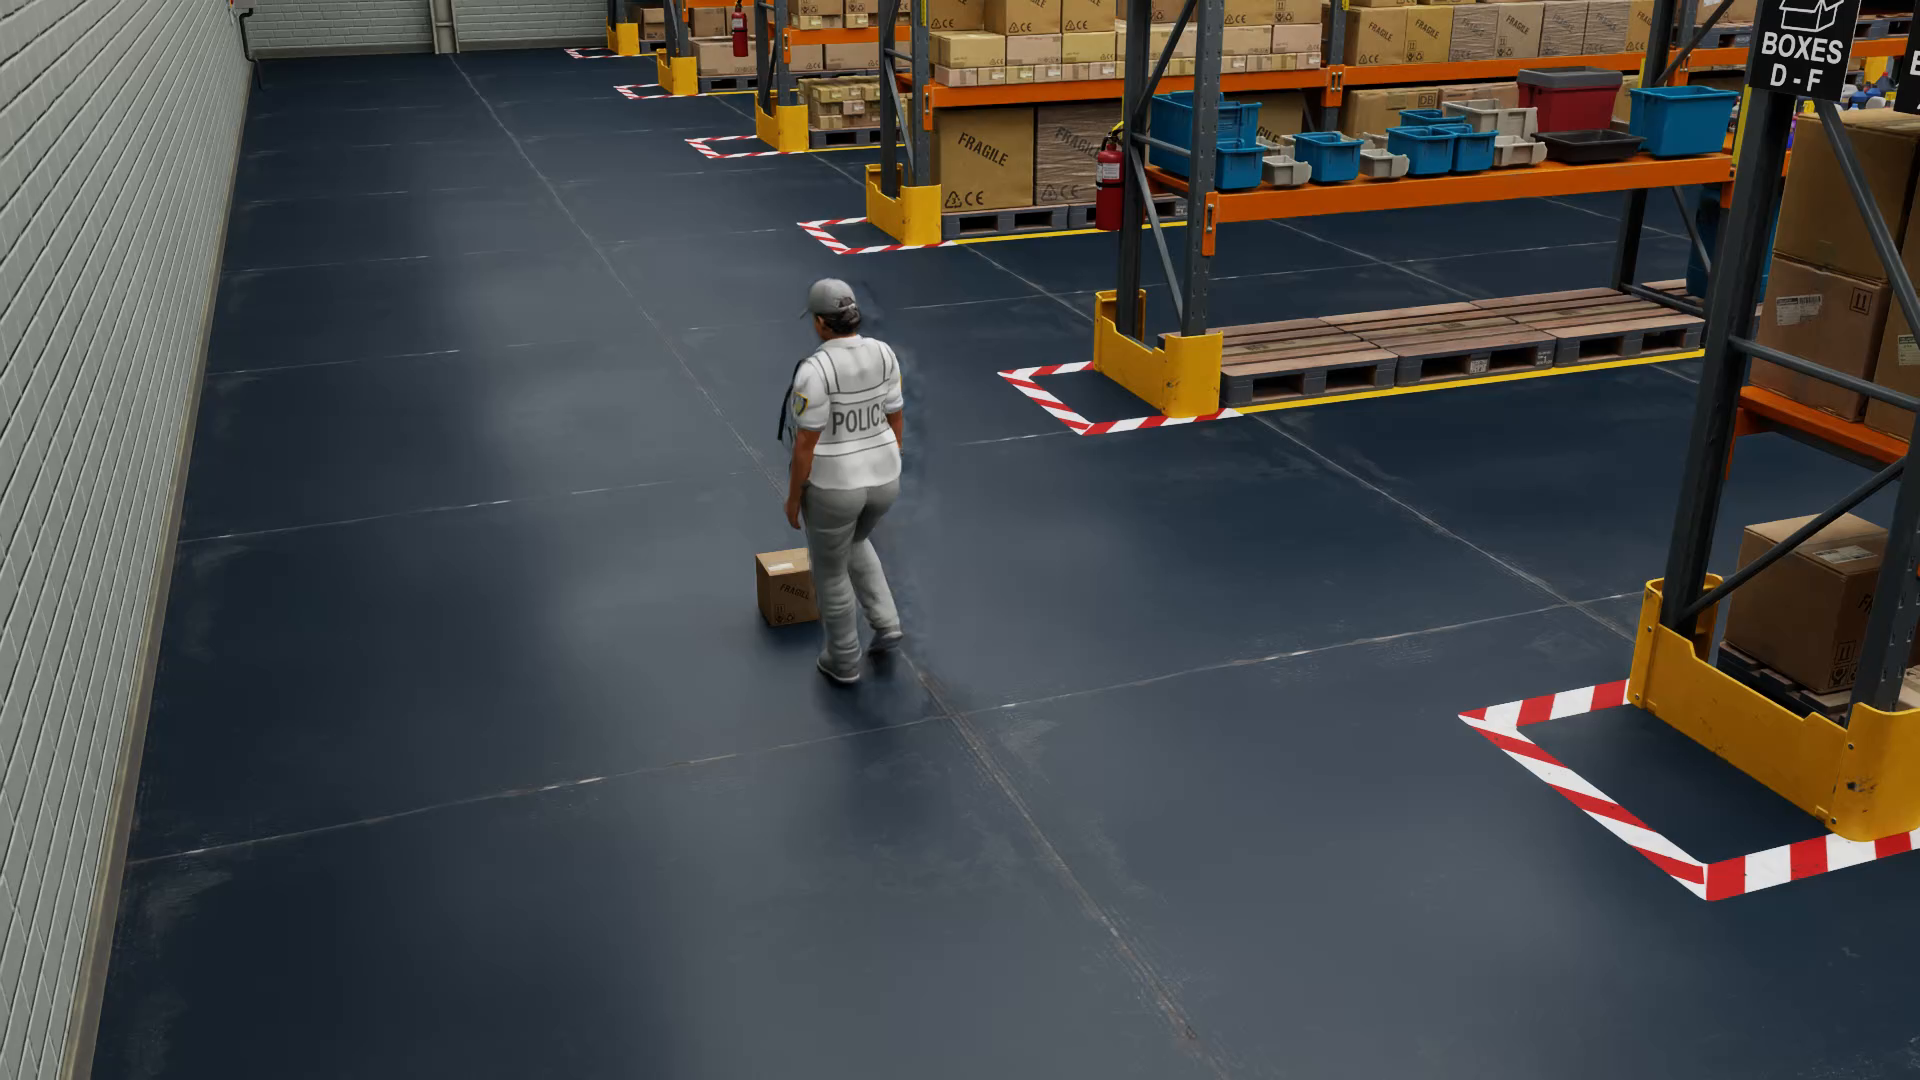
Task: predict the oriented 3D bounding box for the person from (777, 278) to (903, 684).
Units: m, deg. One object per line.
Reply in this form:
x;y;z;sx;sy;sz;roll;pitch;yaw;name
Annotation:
-0.466;-0.223;6.618;0.508;1.671;0.459;-19;29;-38;person
